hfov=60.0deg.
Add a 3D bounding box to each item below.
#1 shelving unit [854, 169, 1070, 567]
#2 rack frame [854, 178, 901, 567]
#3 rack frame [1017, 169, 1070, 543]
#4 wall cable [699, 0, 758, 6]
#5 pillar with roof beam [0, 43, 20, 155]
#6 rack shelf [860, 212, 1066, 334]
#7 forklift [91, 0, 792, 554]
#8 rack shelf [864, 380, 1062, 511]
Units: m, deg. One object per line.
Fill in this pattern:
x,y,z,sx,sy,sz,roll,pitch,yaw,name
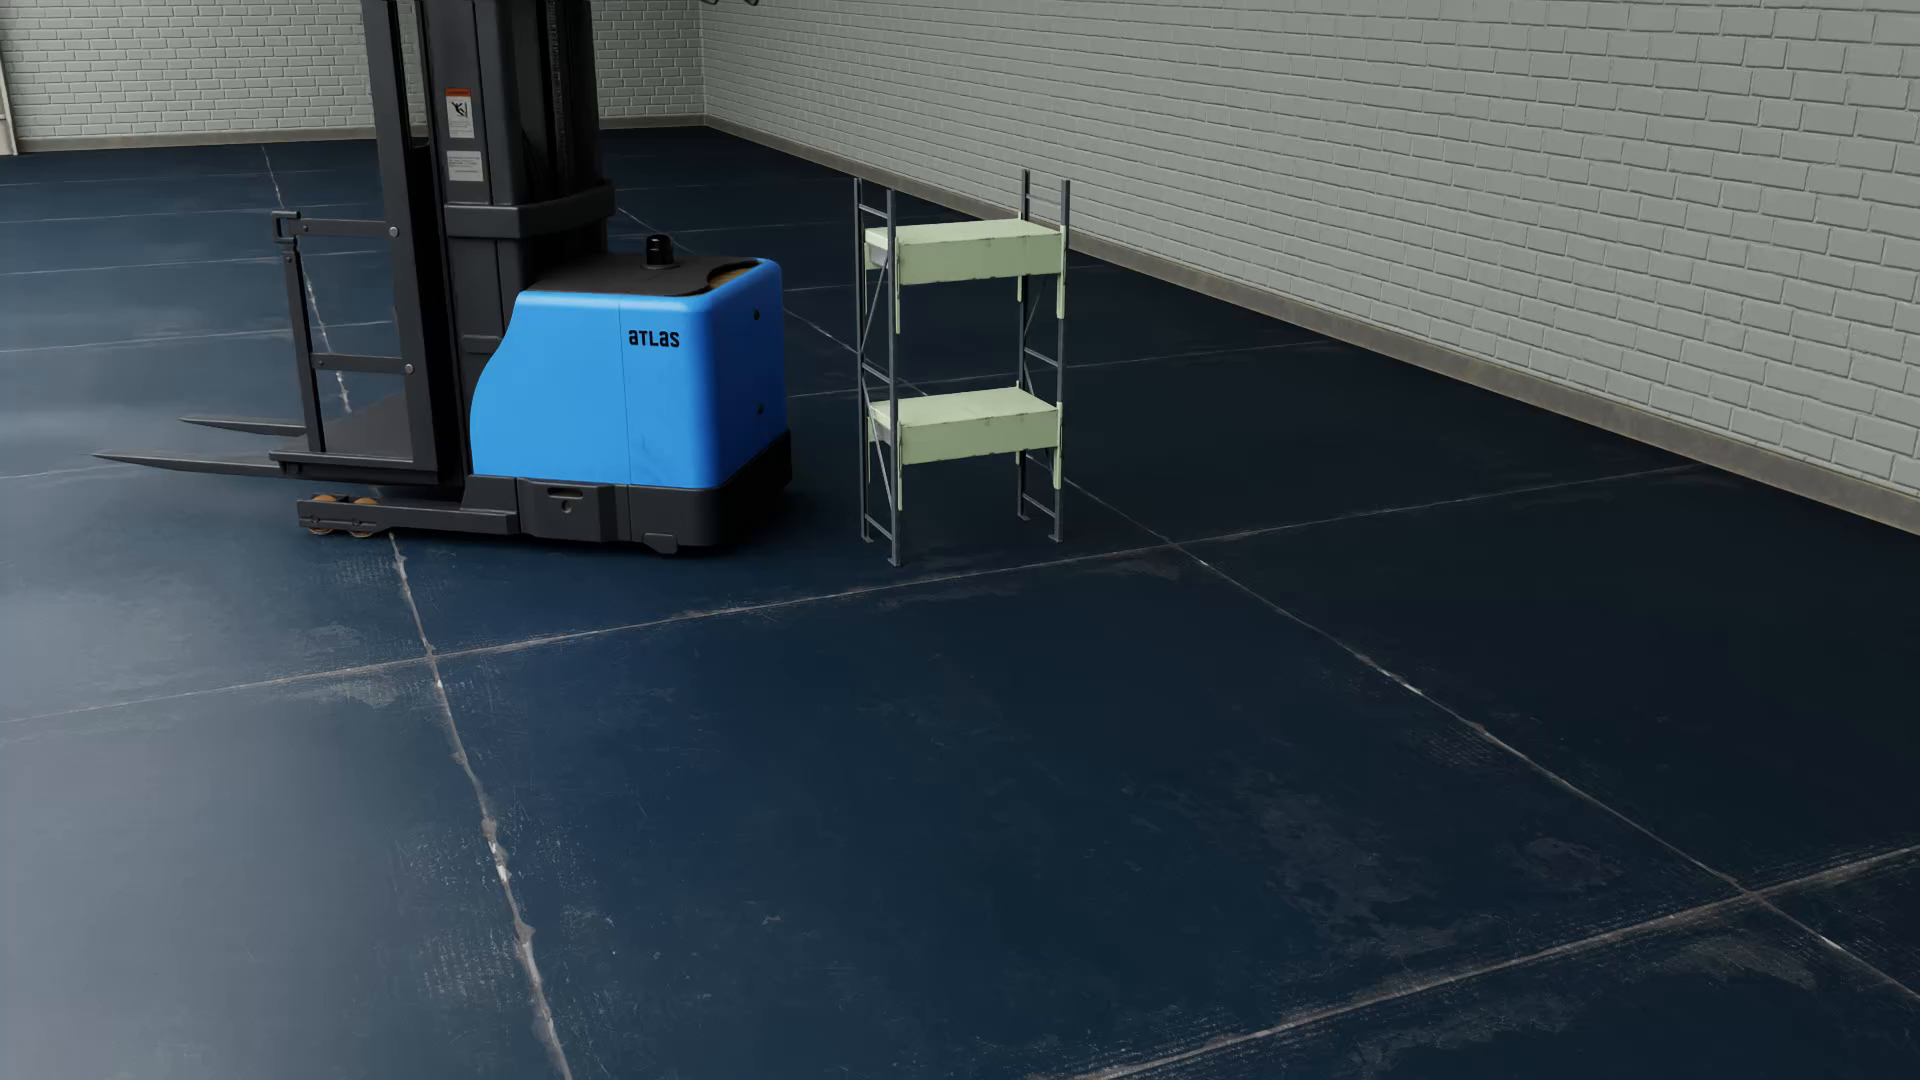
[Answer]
0.006,-0.708,6.775,0.755,1.500,0.431,-8,21,-22,shelving unit
-0.330,-0.660,6.639,0.023,1.500,0.400,-8,21,-22,rack frame
0.342,-0.756,6.912,0.023,1.500,0.400,-8,21,-22,rack frame
-3.135,-8.332,21.812,0.112,2.526,3.097,-8,21,-22,wall cable
-10.168,-7.711,15.371,0.400,9.000,9.100,-8,21,-22,pillar with roof beam
0.006,-1.076,6.646,0.720,0.370,0.431,-8,21,-22,rack shelf
-2.339,-1.557,7.031,3.031,2.935,1.130,4,20,11,forklift
0.006,-0.401,6.884,0.720,0.370,0.431,-8,21,-22,rack shelf
